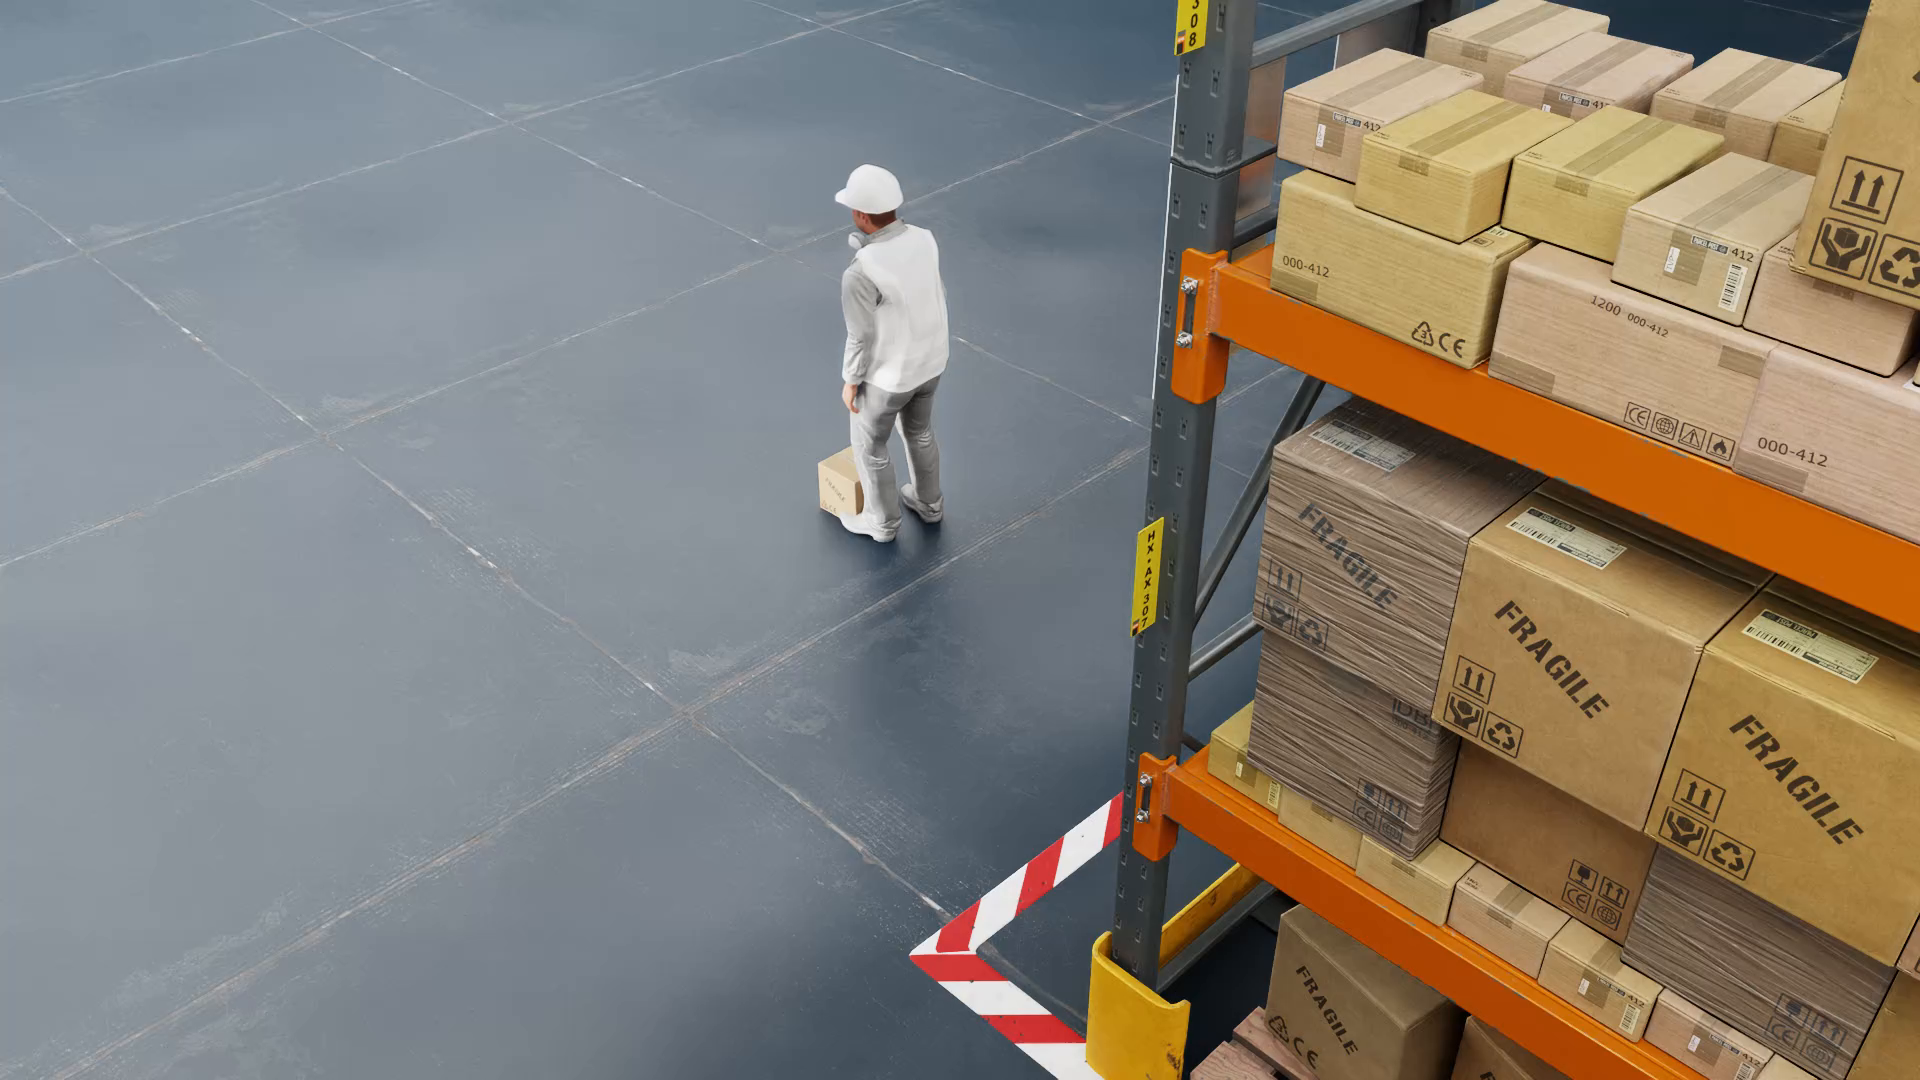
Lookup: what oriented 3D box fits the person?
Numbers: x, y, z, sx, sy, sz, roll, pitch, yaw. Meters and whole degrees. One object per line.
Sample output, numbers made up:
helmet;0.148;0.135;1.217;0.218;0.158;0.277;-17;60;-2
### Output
person;-0.299;-0.776;7.223;0.476;1.769;0.581;27;43;33
